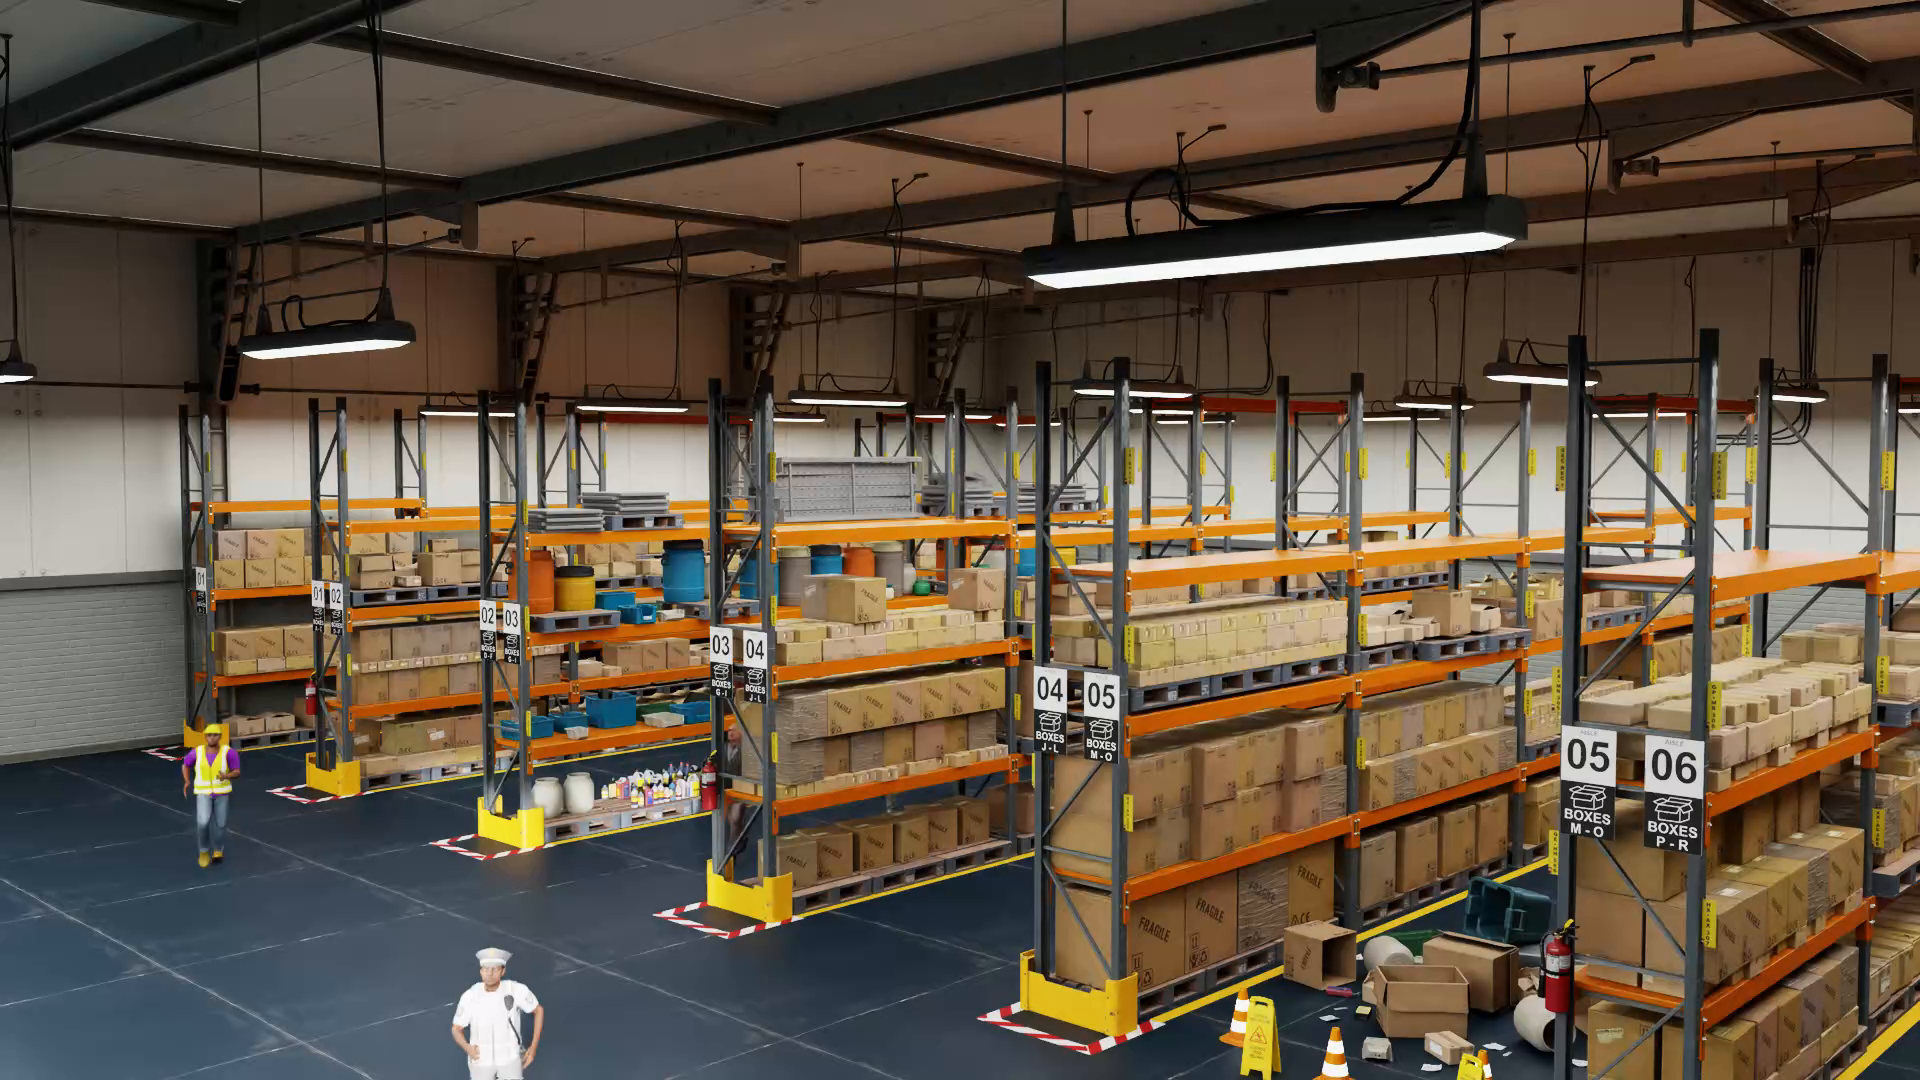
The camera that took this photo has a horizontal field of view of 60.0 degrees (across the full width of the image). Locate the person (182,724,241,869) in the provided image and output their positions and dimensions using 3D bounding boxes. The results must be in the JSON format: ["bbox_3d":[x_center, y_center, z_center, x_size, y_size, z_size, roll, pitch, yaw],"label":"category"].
[{"bbox_3d":[-9.333,3.190,20.759,0.670,1.782,0.714,-1,3,-25],"label":"person"}]

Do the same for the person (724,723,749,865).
[{"bbox_3d":[-2.842,3.173,20.960,0.651,1.738,0.881,1,3,19],"label":"person"}]

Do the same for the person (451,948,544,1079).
[{"bbox_3d":[-3.281,3.707,11.754,0.624,1.671,0.537,0,3,-8],"label":"person"}]

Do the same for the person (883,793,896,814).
[{"bbox_3d":[-1.030,3.145,23.568,0.534,1.554,0.552,2,3,30],"label":"person"}]
